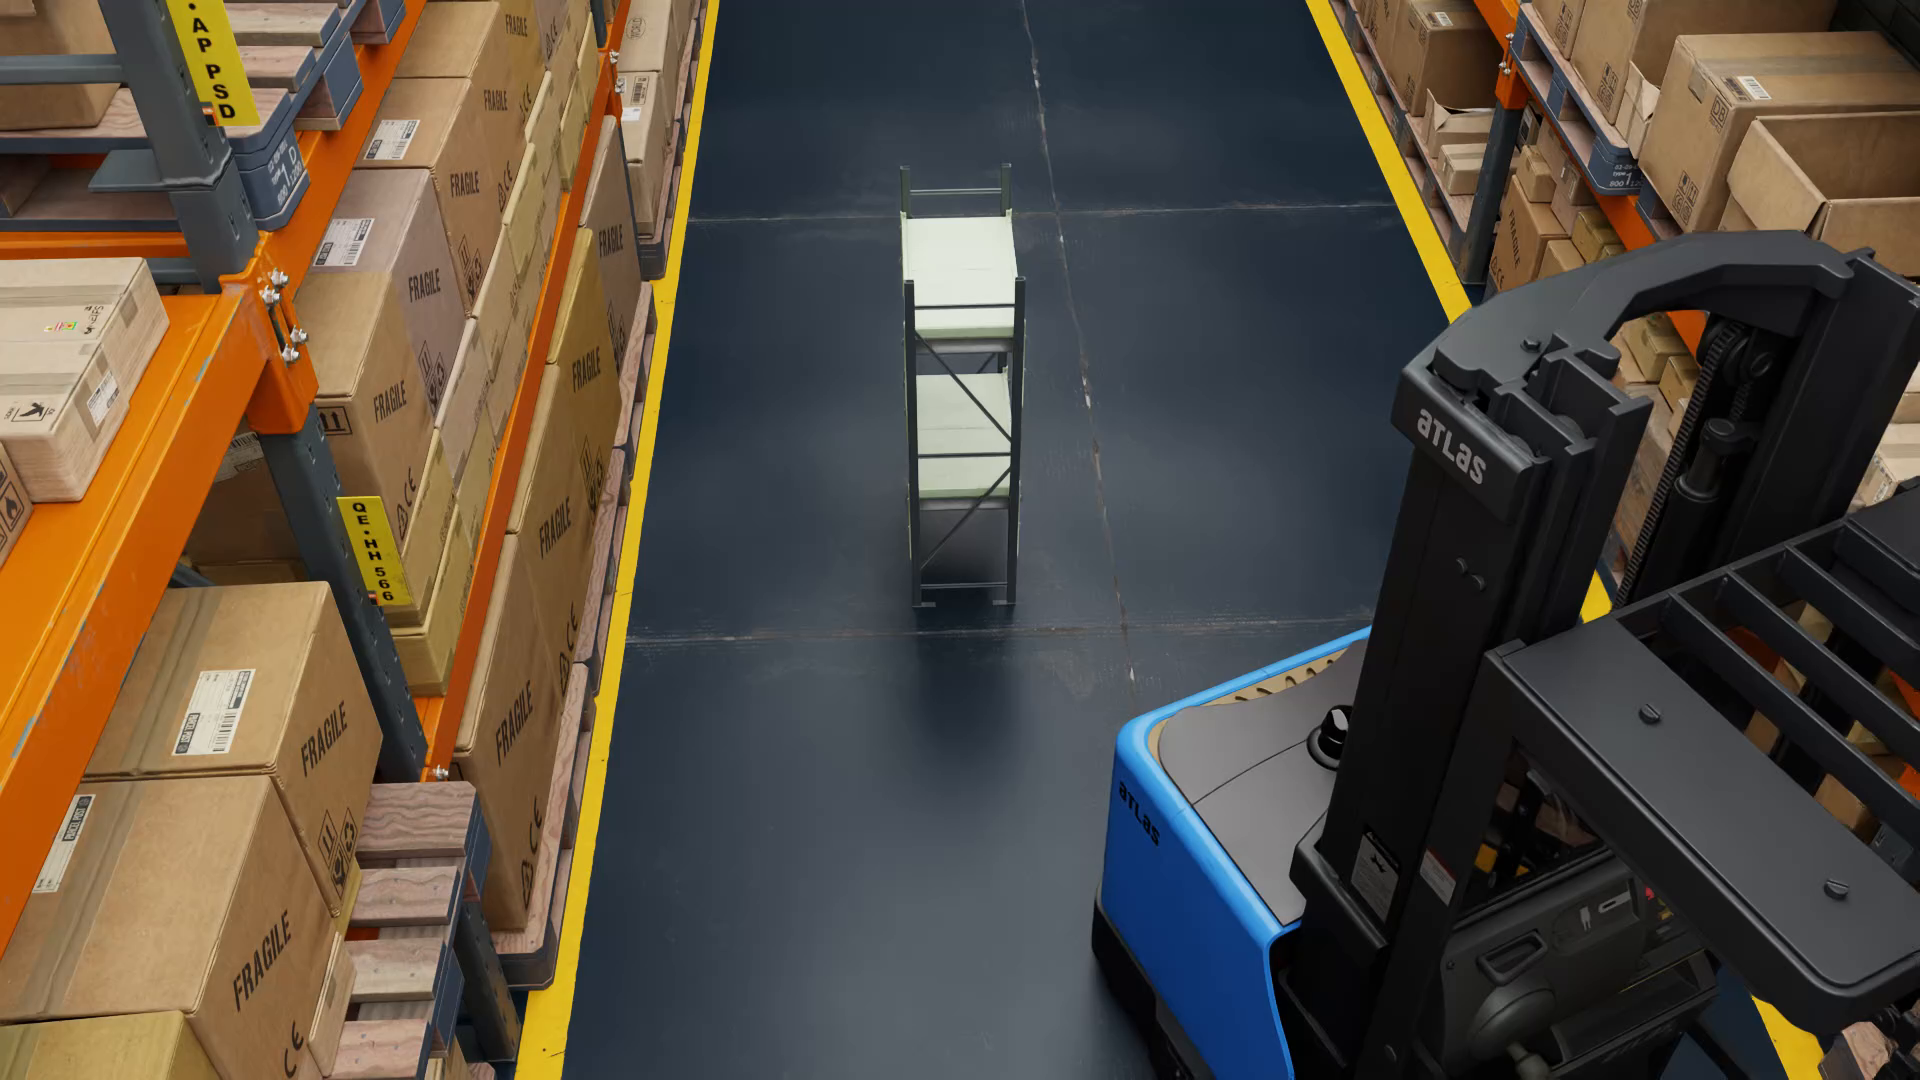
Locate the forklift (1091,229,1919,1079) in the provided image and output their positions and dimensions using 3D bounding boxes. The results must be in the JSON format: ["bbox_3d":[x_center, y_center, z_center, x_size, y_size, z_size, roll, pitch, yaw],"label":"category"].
[{"bbox_3d":[1.521,0.972,3.520,1.130,2.935,3.031,-19,46,-19],"label":"forklift"}]

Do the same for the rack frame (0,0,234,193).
[{"bbox_3d":[-1.845,-1.764,2.015,1.000,3.000,0.127,-2,43,-2],"label":"rack frame"}]

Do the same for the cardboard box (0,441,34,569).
[{"bbox_3d":[-1.815,-0.055,2.296,0.700,0.500,0.500,-2,43,-2],"label":"cardboard box"}]

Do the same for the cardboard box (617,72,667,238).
[{"bbox_3d":[-1.934,-1.890,8.177,0.875,0.438,0.875,-2,43,-2],"label":"cardboard box"}]

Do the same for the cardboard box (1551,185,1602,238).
[{"bbox_3d":[2.782,-1.436,7.155,0.380,0.149,0.250,-3,43,-3],"label":"cardboard box"}]

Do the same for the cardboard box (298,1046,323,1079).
[{"bbox_3d":[-1.454,1.118,3.186,0.380,0.149,0.250,-4,43,-4],"label":"cardboard box"}]

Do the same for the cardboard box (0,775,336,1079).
[{"bbox_3d":[-1.515,0.794,3.059,0.500,0.500,0.500,-2,43,-2],"label":"cardboard box"}]

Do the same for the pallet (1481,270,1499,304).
[{"bbox_3d":[3.016,-0.822,7.490,1.003,0.211,1.213,-2,43,-2],"label":"pallet"}]

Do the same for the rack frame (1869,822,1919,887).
[{"bbox_3d":[3.114,0.303,4.200,1.000,3.000,0.127,-2,43,-2],"label":"rack frame"}]

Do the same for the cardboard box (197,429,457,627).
[{"bbox_3d":[-1.620,-0.031,4.305,0.500,0.250,0.500,-2,43,-2],"label":"cardboard box"}]

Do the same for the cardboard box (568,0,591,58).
[{"bbox_3d":[-1.753,-2.091,6.553,0.500,0.250,0.500,-2,43,-2],"label":"cardboard box"}]

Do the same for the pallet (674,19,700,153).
[{"bbox_3d":[-2.024,-2.566,9.393,1.003,0.211,1.213,-2,43,-2],"label":"pallet"}]

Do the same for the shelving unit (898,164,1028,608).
[{"bbox_3d":[0.000,-0.548,6.238,0.431,1.500,0.755,-2,43,-2],"label":"shelving unit"}]

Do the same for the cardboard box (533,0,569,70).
[{"bbox_3d":[-1.716,-2.015,5.914,0.500,0.500,0.500,-1,43,-1],"label":"cardboard box"}]

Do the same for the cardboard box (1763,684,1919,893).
[{"bbox_3d":[2.881,0.790,5.207,0.500,0.500,0.500,-1,43,-1],"label":"cardboard box"}]

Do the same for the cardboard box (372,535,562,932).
[{"bbox_3d":[-1.791,0.607,5.129,0.875,0.875,0.875,-2,43,-2],"label":"cardboard box"}]

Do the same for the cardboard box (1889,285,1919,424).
[{"bbox_3d":[2.746,-0.500,4.876,0.500,0.250,0.500,-3,43,-4],"label":"cardboard box"}]

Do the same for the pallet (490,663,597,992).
[{"bbox_3d":[-1.803,0.941,5.567,1.003,0.211,1.213,-2,43,-2],"label":"pallet"}]

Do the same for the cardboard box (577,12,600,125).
[{"bbox_3d":[-1.744,-1.902,6.716,0.500,0.250,0.500,-3,43,-3],"label":"cardboard box"}]

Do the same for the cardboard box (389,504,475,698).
[{"bbox_3d":[-1.615,0.165,4.461,0.500,0.250,0.500,-2,43,-3],"label":"cardboard box"}]

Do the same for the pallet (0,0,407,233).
[{"bbox_3d":[-1.925,-1.022,3.565,1.213,0.211,1.003,0,43,0],"label":"pallet"}]

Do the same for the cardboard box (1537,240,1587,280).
[{"bbox_3d":[2.772,-0.939,7.094,0.500,0.500,0.500,-2,43,-2],"label":"cardboard box"}]

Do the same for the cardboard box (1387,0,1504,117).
[{"bbox_3d":[2.747,-2.637,8.946,0.700,0.500,0.500,-3,43,-3],"label":"cardboard box"}]

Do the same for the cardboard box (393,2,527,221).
[{"bbox_3d":[-1.677,-1.323,5.159,0.500,0.500,0.500,-1,43,-1],"label":"cardboard box"}]

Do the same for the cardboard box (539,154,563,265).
[{"bbox_3d":[-1.721,-1.217,5.969,0.500,0.250,0.500,-3,43,-3],"label":"cardboard box"}]

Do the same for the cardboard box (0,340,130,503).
[{"bbox_3d":[-1.603,-0.191,2.705,0.380,0.149,0.250,-2,43,-2],"label":"cardboard box"}]

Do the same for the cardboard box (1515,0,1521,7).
[{"bbox_3d":[2.678,-2.513,7.458,0.380,0.149,0.250,-1,43,-1],"label":"cardboard box"}]

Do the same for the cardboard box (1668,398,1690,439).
[{"bbox_3d":[2.812,-0.392,6.017,0.380,0.149,0.250,-4,43,-4],"label":"cardboard box"}]

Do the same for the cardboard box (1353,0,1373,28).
[{"bbox_3d":[2.703,-3.338,9.711,0.700,0.500,0.500,0,43,0],"label":"cardboard box"}]

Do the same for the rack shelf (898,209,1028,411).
[{"bbox_3d":[0.000,-0.836,5.975,0.431,0.370,0.720,-2,43,-2],"label":"rack shelf"}]

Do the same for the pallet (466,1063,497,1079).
[{"bbox_3d":[-1.813,2.003,4.408,1.003,0.211,1.213,-2,43,-2],"label":"pallet"}]

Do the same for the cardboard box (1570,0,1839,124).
[{"bbox_3d":[2.763,-1.907,6.226,0.700,0.500,0.500,-1,43,-1],"label":"cardboard box"}]

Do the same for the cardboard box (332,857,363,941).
[{"bbox_3d":[-1.512,0.779,3.556,0.380,0.149,0.250,-1,43,-1],"label":"cardboard box"}]

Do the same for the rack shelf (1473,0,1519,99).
[{"bbox_3d":[2.859,-3.483,8.862,1.077,0.370,4.000,-2,43,-2],"label":"rack shelf"}]

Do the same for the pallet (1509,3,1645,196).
[{"bbox_3d":[2.869,-1.784,6.619,1.003,0.211,1.213,-2,43,-2],"label":"pallet"}]

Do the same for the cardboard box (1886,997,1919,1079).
[{"bbox_3d":[3.127,1.445,4.401,0.875,0.625,0.625,0,43,0],"label":"cardboard box"}]

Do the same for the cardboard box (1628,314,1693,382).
[{"bbox_3d":[2.812,-0.741,6.397,0.380,0.149,0.250,0,43,0],"label":"cardboard box"}]

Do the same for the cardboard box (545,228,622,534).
[{"bbox_3d":[-1.863,-0.599,6.445,0.875,0.875,0.875,-1,43,-1],"label":"cardboard box"}]

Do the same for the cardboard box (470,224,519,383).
[{"bbox_3d":[-1.650,-0.716,5.053,0.500,0.250,0.500,-2,43,-2],"label":"cardboard box"}]

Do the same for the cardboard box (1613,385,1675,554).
[{"bbox_3d":[2.805,-0.252,6.344,0.500,0.500,0.500,-3,43,-3],"label":"cardboard box"}]

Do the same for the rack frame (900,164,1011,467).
[{"bbox_3d":[-0.015,-0.795,6.508,0.400,1.500,0.023,-2,43,-2],"label":"rack frame"}]

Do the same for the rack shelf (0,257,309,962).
[{"bbox_3d":[-1.760,0.957,1.798,1.077,0.370,4.000,-2,43,-2],"label":"rack shelf"}]

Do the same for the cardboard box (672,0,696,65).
[{"bbox_3d":[-2.010,-3.103,9.501,0.875,0.438,0.875,-1,43,-1],"label":"cardboard box"}]

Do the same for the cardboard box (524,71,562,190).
[{"bbox_3d":[-1.697,-1.404,5.803,0.500,0.250,0.500,-1,43,-1],"label":"cardboard box"}]

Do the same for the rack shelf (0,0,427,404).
[{"bbox_3d":[-1.930,-1.743,4.744,1.077,0.370,4.000,-2,43,-2],"label":"rack shelf"}]

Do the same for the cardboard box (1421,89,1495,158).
[{"bbox_3d":[2.612,-2.153,8.592,0.396,0.266,0.258,0,43,0],"label":"cardboard box"}]

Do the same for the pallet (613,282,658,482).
[{"bbox_3d":[-1.907,-0.706,7.364,1.003,0.211,1.213,-2,43,-2],"label":"pallet"}]

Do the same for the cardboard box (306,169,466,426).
[{"bbox_3d":[-1.652,-0.632,4.406,0.500,0.500,0.500,-1,43,-2],"label":"cardboard box"}]

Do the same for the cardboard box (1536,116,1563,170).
[{"bbox_3d":[2.754,-1.732,7.258,0.380,0.149,0.250,-2,43,-3],"label":"cardboard box"}]

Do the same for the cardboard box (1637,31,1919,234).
[{"bbox_3d":[2.796,-1.377,5.648,0.700,0.500,0.500,-2,43,-2],"label":"cardboard box"}]

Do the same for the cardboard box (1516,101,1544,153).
[{"bbox_3d":[3.152,-2.014,8.407,0.500,0.311,0.500,0,43,0],"label":"cardboard box"}]

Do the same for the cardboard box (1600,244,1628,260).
[{"bbox_3d":[2.830,-1.078,6.765,0.380,0.149,0.250,-2,43,-3],"label":"cardboard box"}]

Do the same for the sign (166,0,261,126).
[{"bbox_3d":[-1.303,-0.863,2.869,0.100,0.325,0.005,-2,43,-2],"label":"sign"}]

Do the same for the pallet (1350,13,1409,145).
[{"bbox_3d":[2.861,-2.659,9.495,1.003,0.211,1.213,-2,43,-2],"label":"pallet"}]

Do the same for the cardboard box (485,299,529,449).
[{"bbox_3d":[-1.670,-0.535,5.225,0.500,0.250,0.500,0,43,0],"label":"cardboard box"}]

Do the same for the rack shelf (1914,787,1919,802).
[{"bbox_3d":[3.199,1.918,2.970,1.077,0.370,4.000,-2,43,-2],"label":"rack shelf"}]

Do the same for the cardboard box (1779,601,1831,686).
[{"bbox_3d":[2.797,0.321,5.239,0.380,0.149,0.250,-4,43,-4],"label":"cardboard box"}]

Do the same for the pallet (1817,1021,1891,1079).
[{"bbox_3d":[3.110,1.887,4.535,1.003,0.211,1.213,-2,43,-2],"label":"pallet"}]
